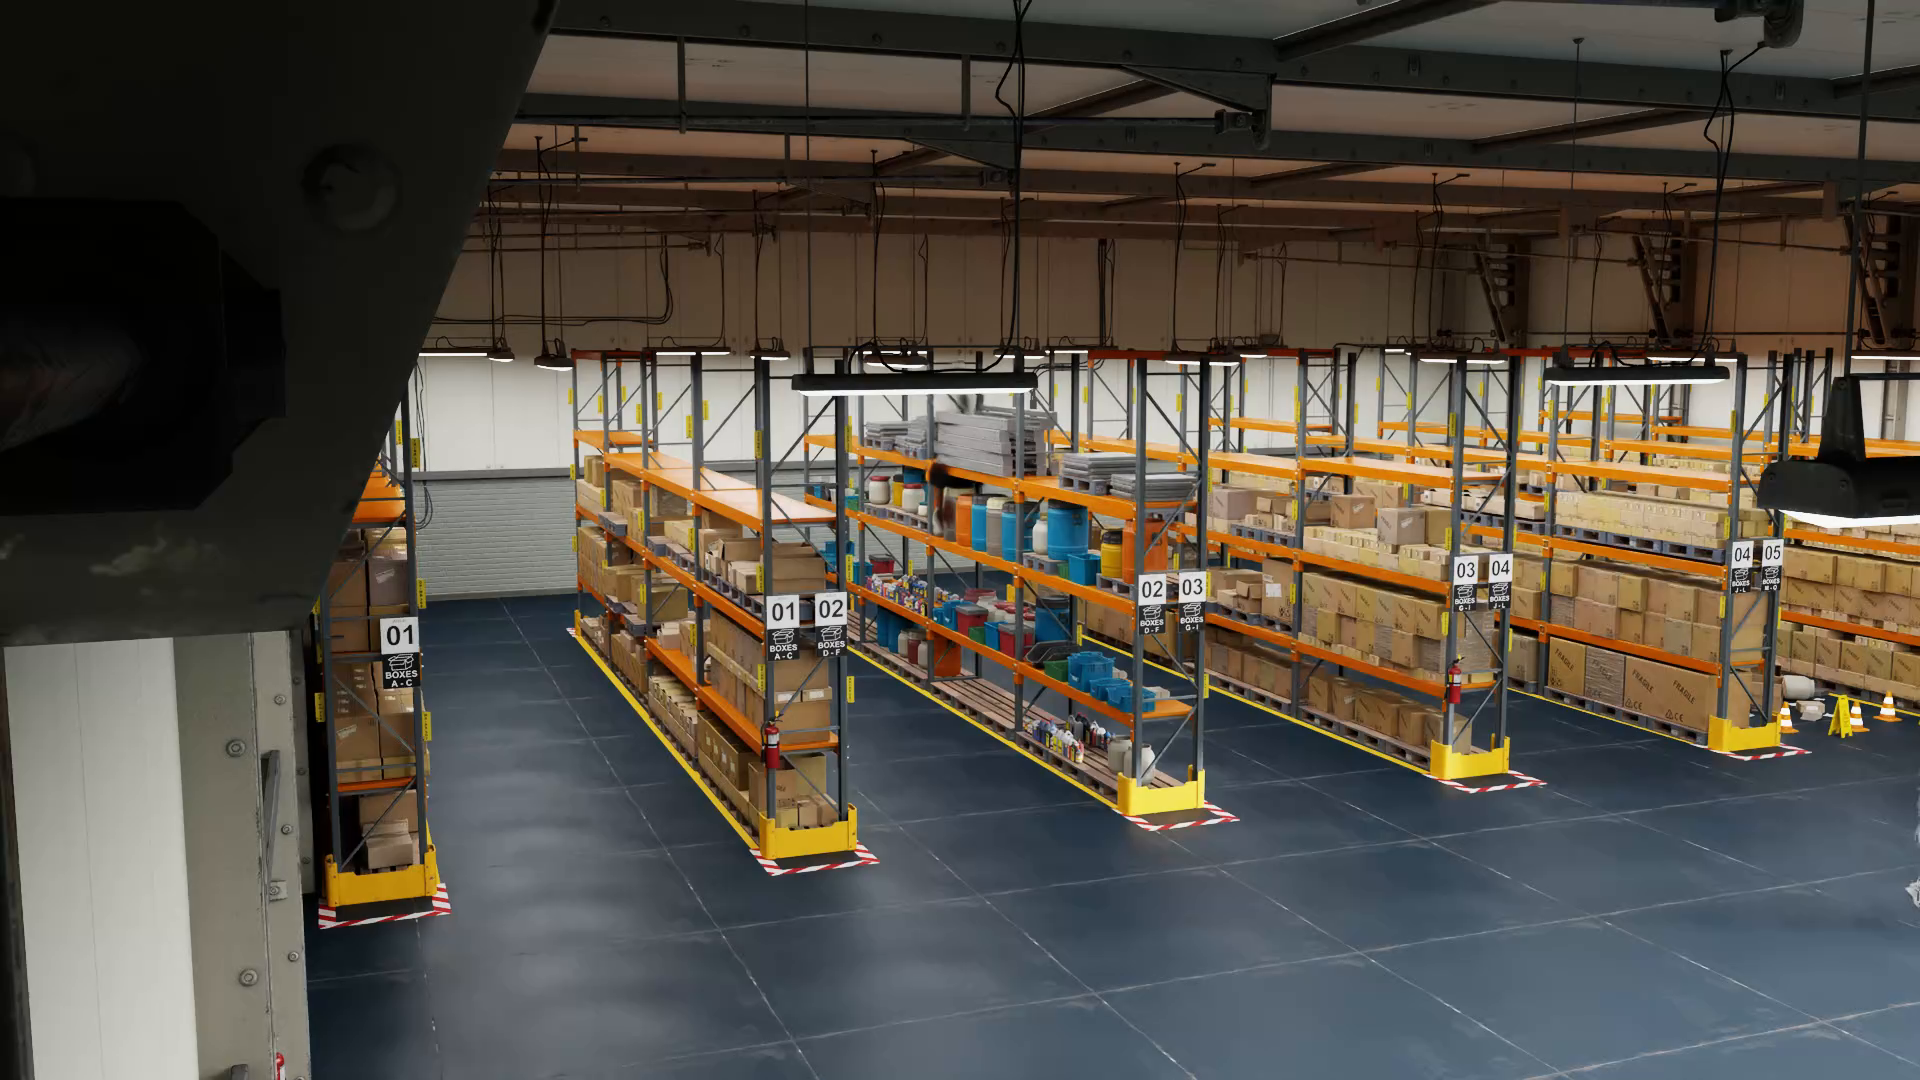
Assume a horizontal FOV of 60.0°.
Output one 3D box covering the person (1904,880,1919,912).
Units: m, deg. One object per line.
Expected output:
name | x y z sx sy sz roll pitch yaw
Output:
person | 10.529 3.270 17.820 0.600 1.727 0.690 1 7 6
